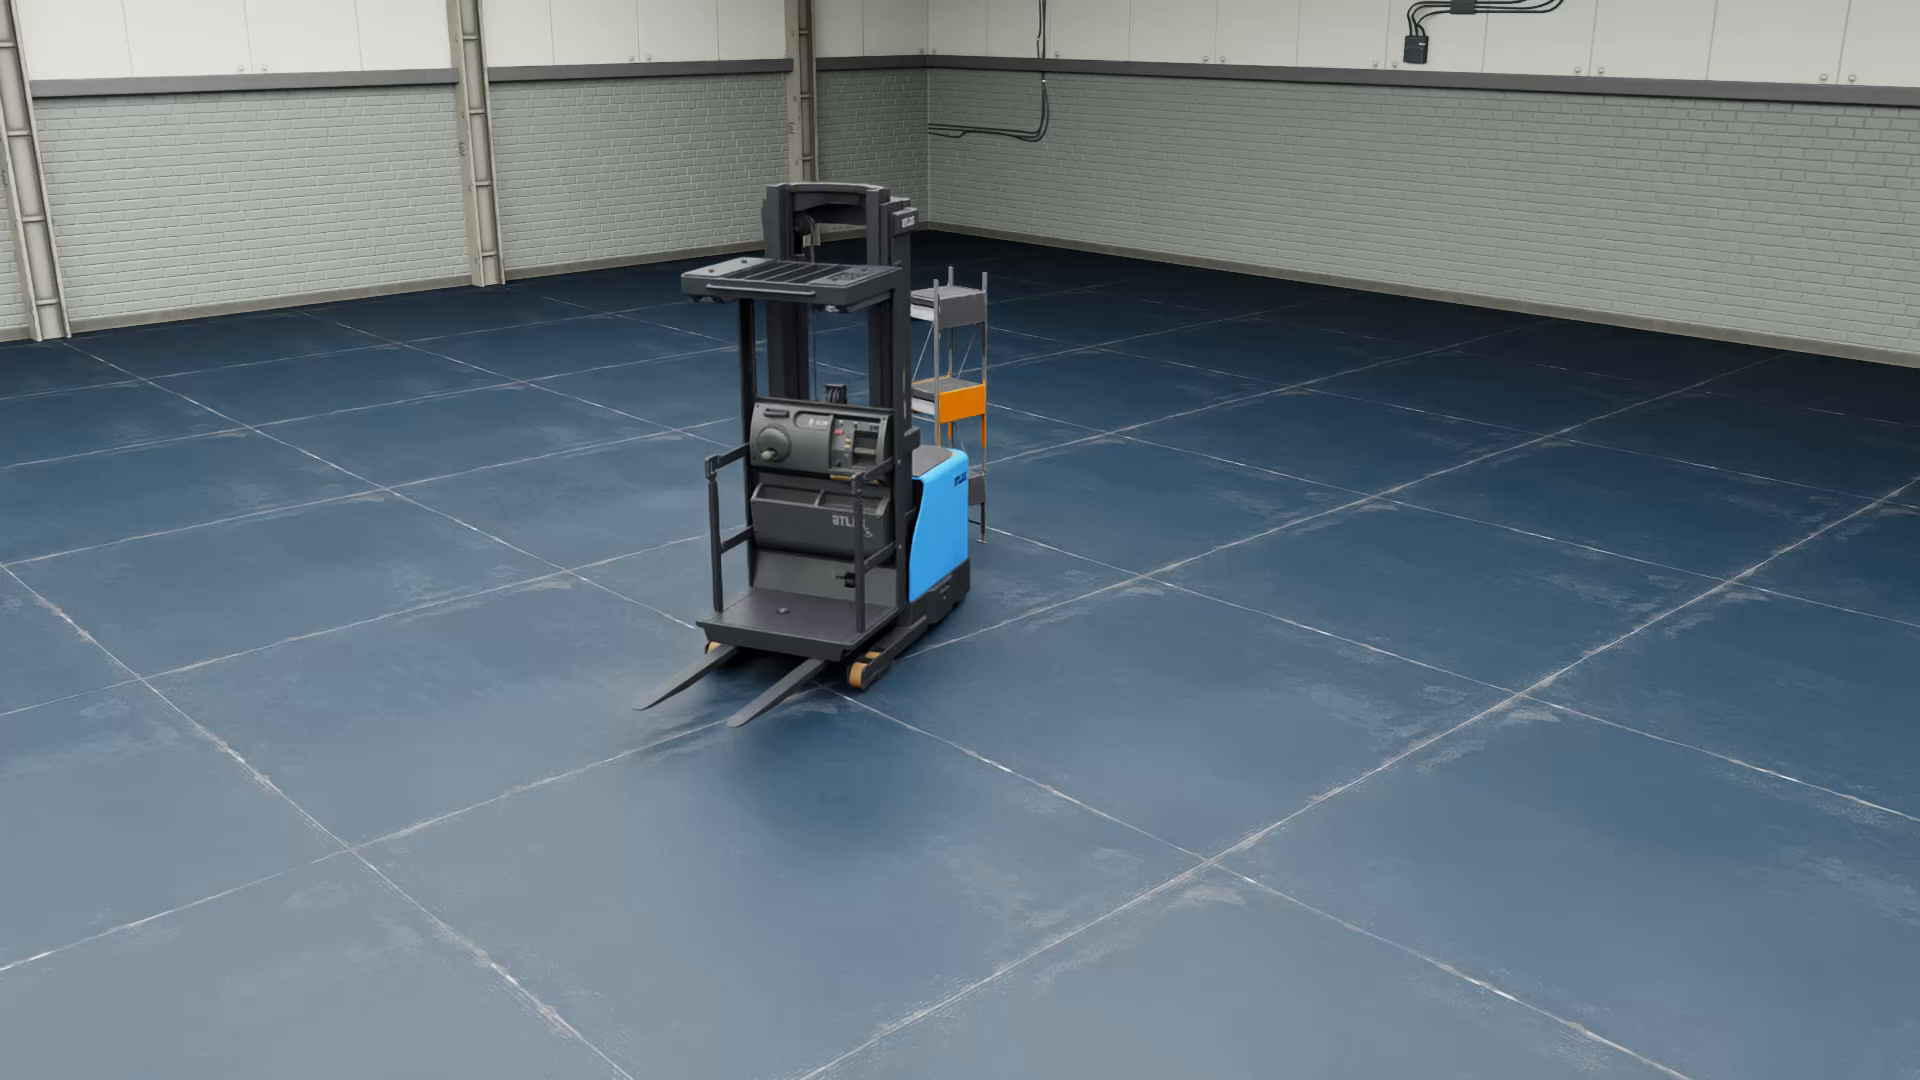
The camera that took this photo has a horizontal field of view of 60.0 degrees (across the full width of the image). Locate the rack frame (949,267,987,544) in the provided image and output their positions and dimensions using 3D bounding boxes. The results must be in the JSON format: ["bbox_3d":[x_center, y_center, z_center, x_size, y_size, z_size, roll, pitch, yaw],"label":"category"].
[{"bbox_3d":[0.057,-1.015,12.712,0.015,2.100,0.400,-16,24,-41],"label":"rack frame"}]

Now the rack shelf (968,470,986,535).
[{"bbox_3d":[-0.120,-0.285,12.773,0.480,0.518,0.431,-16,24,-41],"label":"rack shelf"}]

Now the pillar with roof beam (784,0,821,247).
[{"bbox_3d":[0.308,-8.392,24.276,0.400,9.000,9.100,-16,24,-41],"label":"pillar with roof beam"}]

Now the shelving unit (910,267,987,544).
[{"bbox_3d":[-0.120,-0.964,12.553,0.503,2.100,0.431,-16,24,-41],"label":"shelving unit"}]

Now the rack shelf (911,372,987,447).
[{"bbox_3d":[-0.120,-0.951,12.557,0.480,0.518,0.431,-16,24,-41],"label":"rack shelf"}]

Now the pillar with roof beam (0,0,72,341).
[{"bbox_3d":[-8.412,-5.849,16.434,0.400,9.000,9.100,-16,24,-41],"label":"pillar with roof beam"}]

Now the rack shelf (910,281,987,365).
[{"bbox_3d":[-0.120,-1.617,12.341,0.480,0.518,0.431,-16,24,-41],"label":"rack shelf"}]

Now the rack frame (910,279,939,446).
[{"bbox_3d":[-0.298,-0.912,12.393,0.015,2.100,0.400,-16,24,-41],"label":"rack frame"}]

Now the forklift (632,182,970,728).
[{"bbox_3d":[-0.960,-0.628,10.169,1.130,2.935,3.031,7,19,21],"label":"forklift"}]

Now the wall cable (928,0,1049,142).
[{"bbox_3d":[0.399,-8.207,28.742,0.112,2.526,3.097,-16,24,-41],"label":"wall cable"}]

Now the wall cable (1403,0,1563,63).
[{"bbox_3d":[6.910,-9.171,21.167,0.169,6.003,2.305,-16,24,-41],"label":"wall cable"}]

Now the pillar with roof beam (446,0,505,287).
[{"bbox_3d":[-4.052,-7.120,20.355,0.400,9.000,9.100,-16,24,-41],"label":"pillar with roof beam"}]
